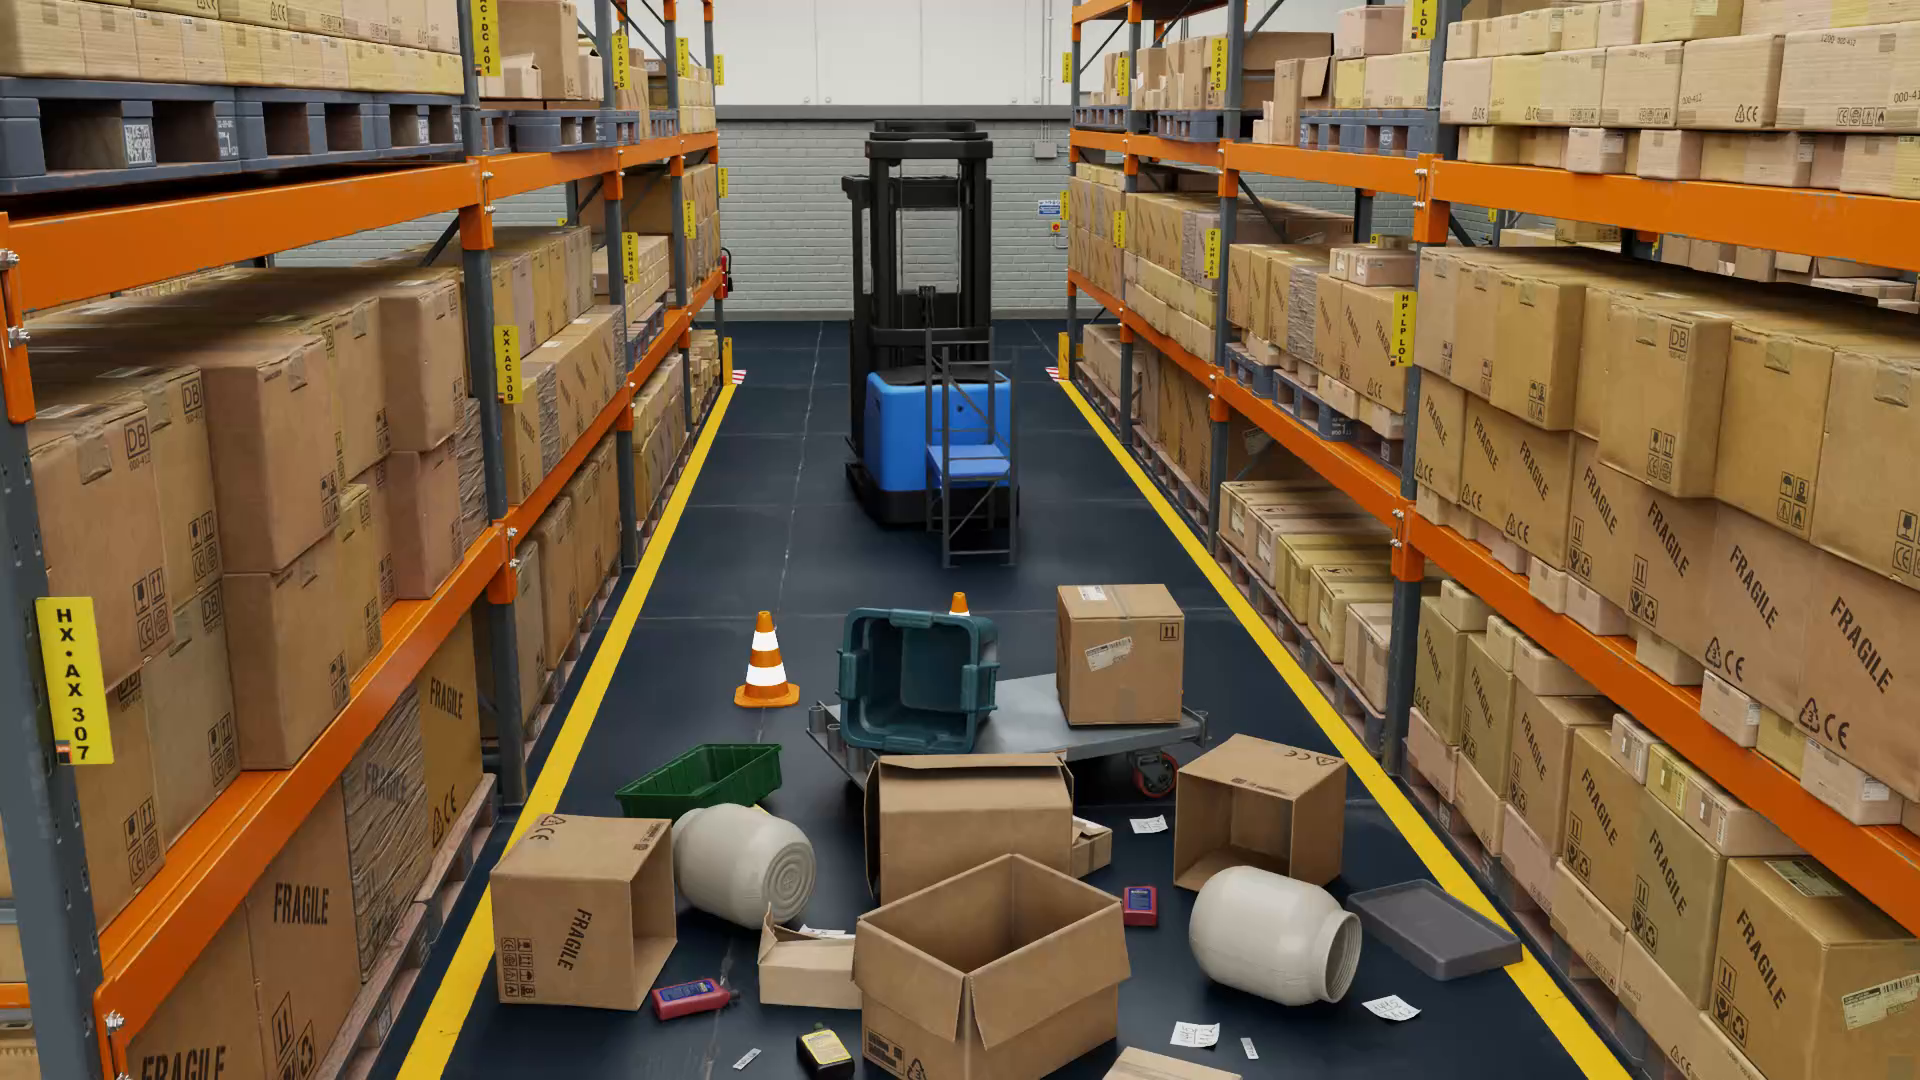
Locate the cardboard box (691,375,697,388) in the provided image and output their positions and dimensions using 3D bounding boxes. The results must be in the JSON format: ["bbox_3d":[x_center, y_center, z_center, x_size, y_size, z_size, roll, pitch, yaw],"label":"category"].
[{"bbox_3d":[-2.807,-1.576,16.413,0.380,0.149,0.250,0,14,-1],"label":"cardboard box"}]

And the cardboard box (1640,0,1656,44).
[{"bbox_3d":[2.362,-1.617,5.175,0.380,0.149,0.250,-1,14,-2],"label":"cardboard box"}]

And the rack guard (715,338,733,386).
[{"bbox_3d":[-3.184,-2.022,18.882,1.175,0.500,0.348,-1,14,-3],"label":"rack guard"}]

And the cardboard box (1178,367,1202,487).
[{"bbox_3d":[2.231,-0.933,13.053,0.875,0.875,0.875,-1,14,-3],"label":"cardboard box"}]

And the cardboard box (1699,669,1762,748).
[{"bbox_3d":[2.333,0.469,4.687,0.380,0.149,0.250,-1,14,-2],"label":"cardboard box"}]

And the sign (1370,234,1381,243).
[{"bbox_3d":[2.783,-1.896,11.213,0.100,0.325,0.005,-1,14,-3],"label":"sign"}]

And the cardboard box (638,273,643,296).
[{"bbox_3d":[-2.603,-1.931,12.577,0.380,0.149,0.250,-1,14,-4],"label":"cardboard box"}]

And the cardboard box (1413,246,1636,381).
[{"bbox_3d":[2.300,-0.932,6.827,0.700,0.500,0.500,-1,14,-4],"label":"cardboard box"}]

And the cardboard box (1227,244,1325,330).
[{"bbox_3d":[2.038,-1.644,10.755,0.500,0.500,0.500,-1,14,-5],"label":"cardboard box"}]

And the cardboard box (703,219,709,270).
[{"bbox_3d":[-2.815,-2.958,16.705,0.500,0.500,0.500,0,14,-1],"label":"cardboard box"}]

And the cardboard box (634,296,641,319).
[{"bbox_3d":[-2.590,-1.725,12.372,0.380,0.149,0.250,0,14,-2],"label":"cardboard box"}]

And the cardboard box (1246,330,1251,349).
[{"bbox_3d":[2.060,-1.291,10.684,0.380,0.149,0.250,-2,15,-7],"label":"cardboard box"}]

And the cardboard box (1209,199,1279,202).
[{"bbox_3d":[2.323,-2.529,13.627,0.500,0.500,0.500,0,14,-2],"label":"cardboard box"}]

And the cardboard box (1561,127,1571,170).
[{"bbox_3d":[2.331,-1.363,5.788,0.380,0.149,0.250,-1,14,-5],"label":"cardboard box"}]

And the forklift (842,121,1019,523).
[{"bbox_3d":[-0.344,-1.863,13.385,1.130,2.935,3.031,-3,15,-11],"label":"forklift"}]

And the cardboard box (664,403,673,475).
[{"bbox_3d":[-2.584,-0.814,13.344,0.500,0.500,0.500,-1,14,-5],"label":"cardboard box"}]

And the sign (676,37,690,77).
[{"bbox_3d":[-2.387,-4.160,14.327,0.100,0.325,0.005,-1,14,-3],"label":"sign"}]

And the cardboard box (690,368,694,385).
[{"bbox_3d":[-2.713,-1.526,15.621,0.380,0.149,0.250,0,14,-1],"label":"cardboard box"}]

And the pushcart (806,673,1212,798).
[{"bbox_3d":[0.217,0.949,7.581,1.648,0.377,0.936,-6,16,-23],"label":"pushcart"}]

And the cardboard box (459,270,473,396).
[{"bbox_3d":[-2.482,-0.923,7.387,0.700,0.500,0.500,-1,14,-4],"label":"cardboard box"}]

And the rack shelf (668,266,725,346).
[{"bbox_3d":[-3.064,-2.406,16.800,1.077,0.370,4.000,-1,14,-3],"label":"rack shelf"}]

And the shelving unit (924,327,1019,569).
[{"bbox_3d":[0.067,-0.668,11.614,0.538,1.500,1.048,-2,15,-7],"label":"shelving unit"}]

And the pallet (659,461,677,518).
[{"bbox_3d":[-2.812,-0.408,13.190,1.003,0.211,1.213,-1,14,-3],"label":"pallet"}]

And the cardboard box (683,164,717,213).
[{"bbox_3d":[-2.912,-3.818,18.042,0.500,0.500,0.500,-1,14,-5],"label":"cardboard box"}]

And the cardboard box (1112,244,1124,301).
[{"bbox_3d":[1.710,-2.518,15.592,0.500,0.500,0.500,-1,14,-3],"label":"cardboard box"}]

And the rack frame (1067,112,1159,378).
[{"bbox_3d":[1.746,-3.353,19.038,1.000,3.000,0.127,-1,14,-3],"label":"rack frame"}]

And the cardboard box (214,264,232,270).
[{"bbox_3d":[-7.788,-2.902,16.990,0.500,0.250,0.500,-1,14,-5],"label":"cardboard box"}]

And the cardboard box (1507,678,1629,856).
[{"bbox_3d":[2.332,0.809,6.031,0.500,0.500,0.500,0,14,-1],"label":"cardboard box"}]

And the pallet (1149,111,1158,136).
[{"bbox_3d":[2.100,-3.491,13.939,0.805,0.209,1.217,-1,15,-6],"label":"pallet"}]

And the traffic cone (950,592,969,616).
[{"bbox_3d":[-0.001,0.517,9.090,0.336,0.463,0.334,-1,14,-3],"label":"traffic cone"}]

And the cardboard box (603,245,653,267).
[{"bbox_3d":[-2.661,-2.272,13.305,0.380,0.149,0.250,-1,14,-5],"label":"cardboard box"}]

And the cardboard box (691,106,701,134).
[{"bbox_3d":[-2.759,-4.010,15.874,0.500,0.250,0.500,0,14,-1],"label":"cardboard box"}]

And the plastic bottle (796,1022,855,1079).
[{"bbox_3d":[-0.453,1.666,5.429,0.133,0.061,0.283,-6,16,-23],"label":"plastic bottle"}]

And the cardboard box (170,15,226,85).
[{"bbox_3d":[-1.946,-1.134,3.855,0.380,0.149,0.250,-1,14,-3],"label":"cardboard box"}]

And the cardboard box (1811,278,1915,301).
[{"bbox_3d":[6.807,-1.829,12.574,0.500,0.250,0.500,-2,15,-6],"label":"cardboard box"}]

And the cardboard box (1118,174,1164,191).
[{"bbox_3d":[1.657,-3.277,15.232,0.380,0.149,0.250,-1,14,-5],"label":"cardboard box"}]

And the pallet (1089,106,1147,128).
[{"bbox_3d":[1.881,-4.274,16.777,1.003,0.211,1.213,-1,14,-3],"label":"pallet"}]

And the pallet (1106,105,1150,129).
[{"bbox_3d":[1.953,-3.972,15.601,1.003,0.211,1.213,-1,14,-3],"label":"pallet"}]

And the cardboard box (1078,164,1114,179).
[{"bbox_3d":[1.481,-3.977,17.953,0.380,0.149,0.250,0,14,-2],"label":"cardboard box"}]

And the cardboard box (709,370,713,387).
[{"bbox_3d":[-2.793,-1.693,17.466,0.380,0.149,0.250,-2,15,-6],"label":"cardboard box"}]

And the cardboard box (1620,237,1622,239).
[{"bbox_3d":[7.050,-3.140,17.915,0.500,0.250,0.500,0,14,-2],"label":"cardboard box"}]

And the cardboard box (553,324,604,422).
[{"bbox_3d":[-2.336,-0.954,9.514,0.500,0.500,0.500,-1,14,-4],"label":"cardboard box"}]

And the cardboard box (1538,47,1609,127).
[{"bbox_3d":[2.303,-1.526,5.622,0.500,0.250,0.500,-1,14,-3],"label":"cardboard box"}]

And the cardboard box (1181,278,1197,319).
[{"bbox_3d":[1.922,-1.777,12.210,0.500,0.250,0.500,-1,14,-5],"label":"cardboard box"}]

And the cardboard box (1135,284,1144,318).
[{"bbox_3d":[1.791,-2.043,14.249,0.500,0.250,0.500,-1,14,-5],"label":"cardboard box"}]

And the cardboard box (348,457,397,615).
[{"bbox_3d":[-2.437,0.024,5.610,0.875,0.550,0.550,-1,14,-3],"label":"cardboard box"}]

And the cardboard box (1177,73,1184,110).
[{"bbox_3d":[1.807,-3.291,12.206,0.396,0.266,0.258,-1,14,-5],"label":"cardboard box"}]

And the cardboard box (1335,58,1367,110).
[{"bbox_3d":[2.252,-2.348,8.570,0.500,0.250,0.500,-1,14,-3],"label":"cardboard box"}]

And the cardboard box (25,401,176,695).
[{"bbox_3d":[-2.181,0.039,3.386,0.875,0.550,0.550,-1,14,-3],"label":"cardboard box"}]

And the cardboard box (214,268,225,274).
[{"bbox_3d":[-7.713,-2.676,16.913,0.380,0.149,0.250,-1,14,-3],"label":"cardboard box"}]

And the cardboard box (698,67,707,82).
[{"bbox_3d":[-2.816,-4.798,17.132,0.380,0.149,0.250,-1,14,-3],"label":"cardboard box"}]

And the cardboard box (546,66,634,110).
[{"bbox_3d":[-2.462,-2.909,11.092,0.500,0.500,0.500,-1,14,-3],"label":"cardboard box"}]

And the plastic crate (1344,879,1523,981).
[{"bbox_3d":[1.768,1.449,6.236,0.402,0.080,0.583,-6,16,-23],"label":"plastic crate"}]
